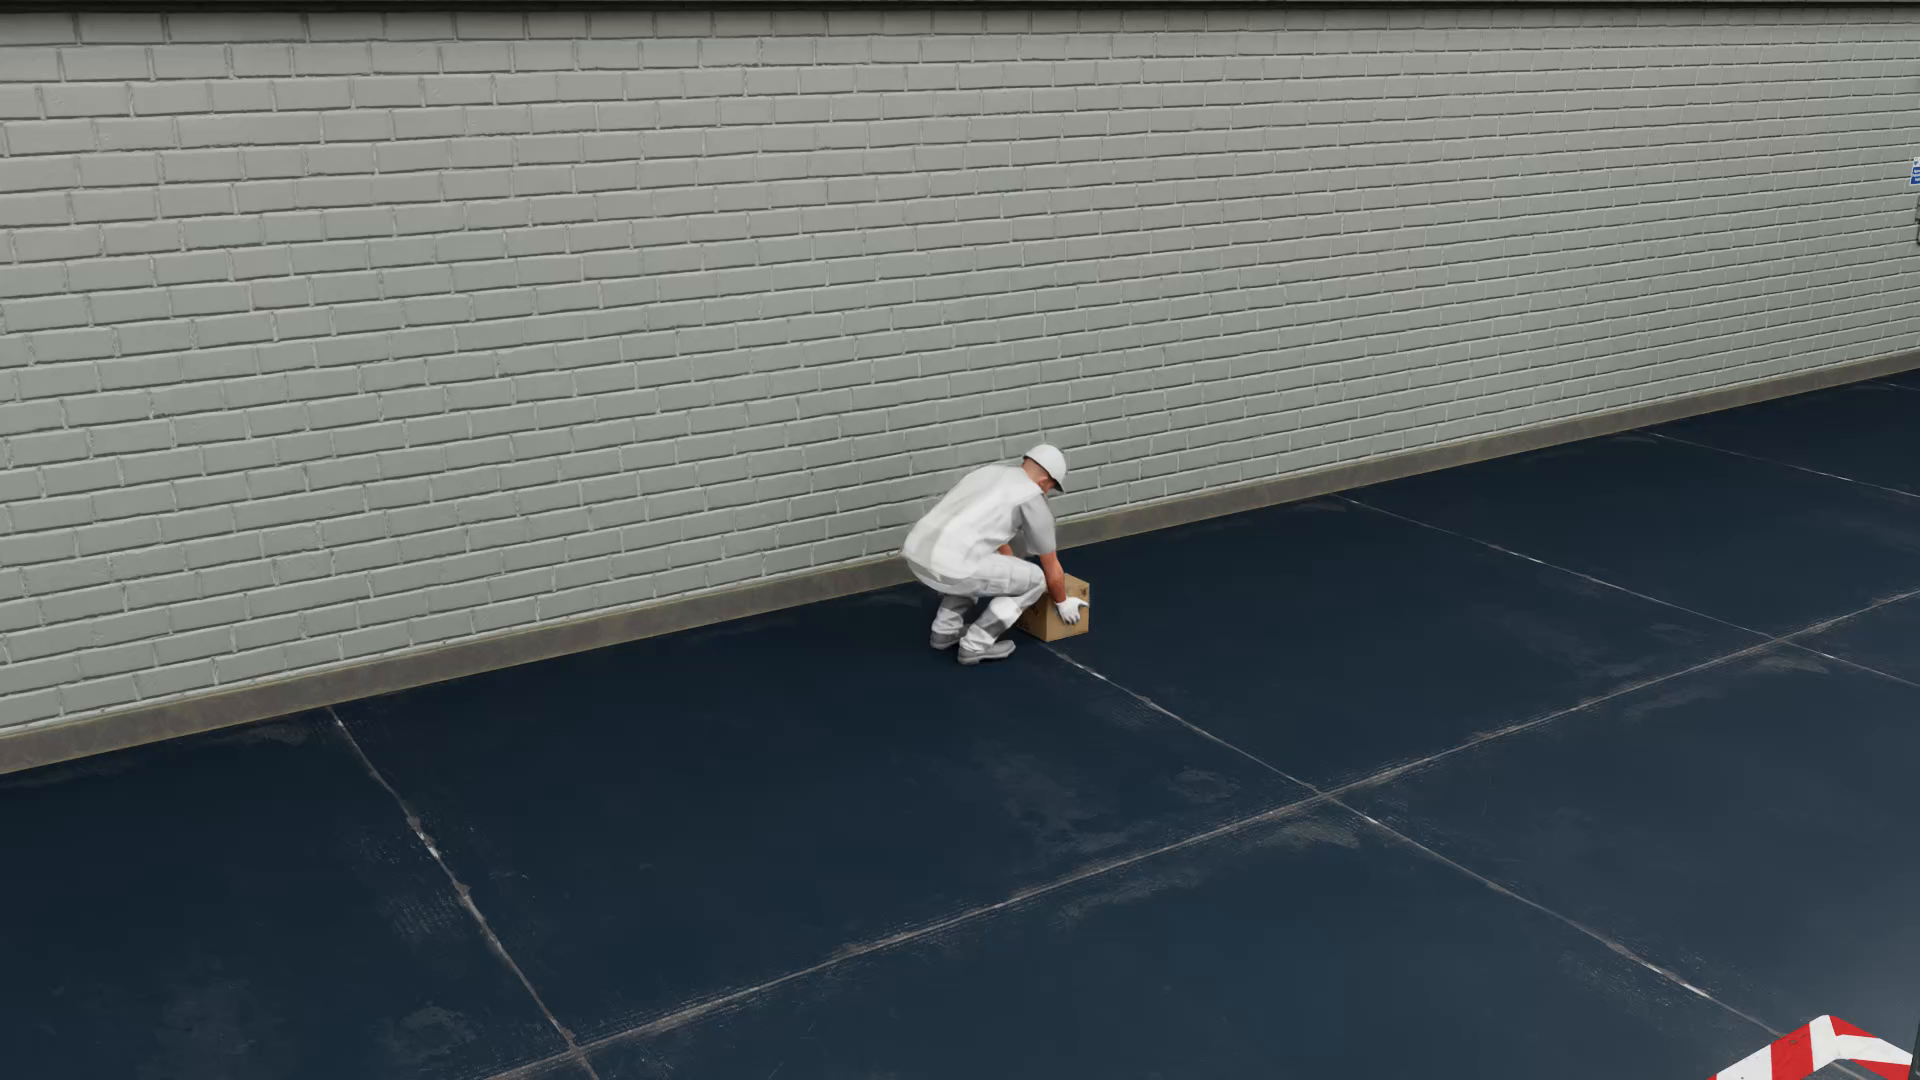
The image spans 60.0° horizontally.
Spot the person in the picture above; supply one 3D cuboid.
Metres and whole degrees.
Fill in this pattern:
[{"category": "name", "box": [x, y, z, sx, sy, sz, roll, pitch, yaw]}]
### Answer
[{"category": "person", "box": [0.141, 0.054, 7.770, 0.886, 0.920, 0.571, -11, 21, -32]}]
